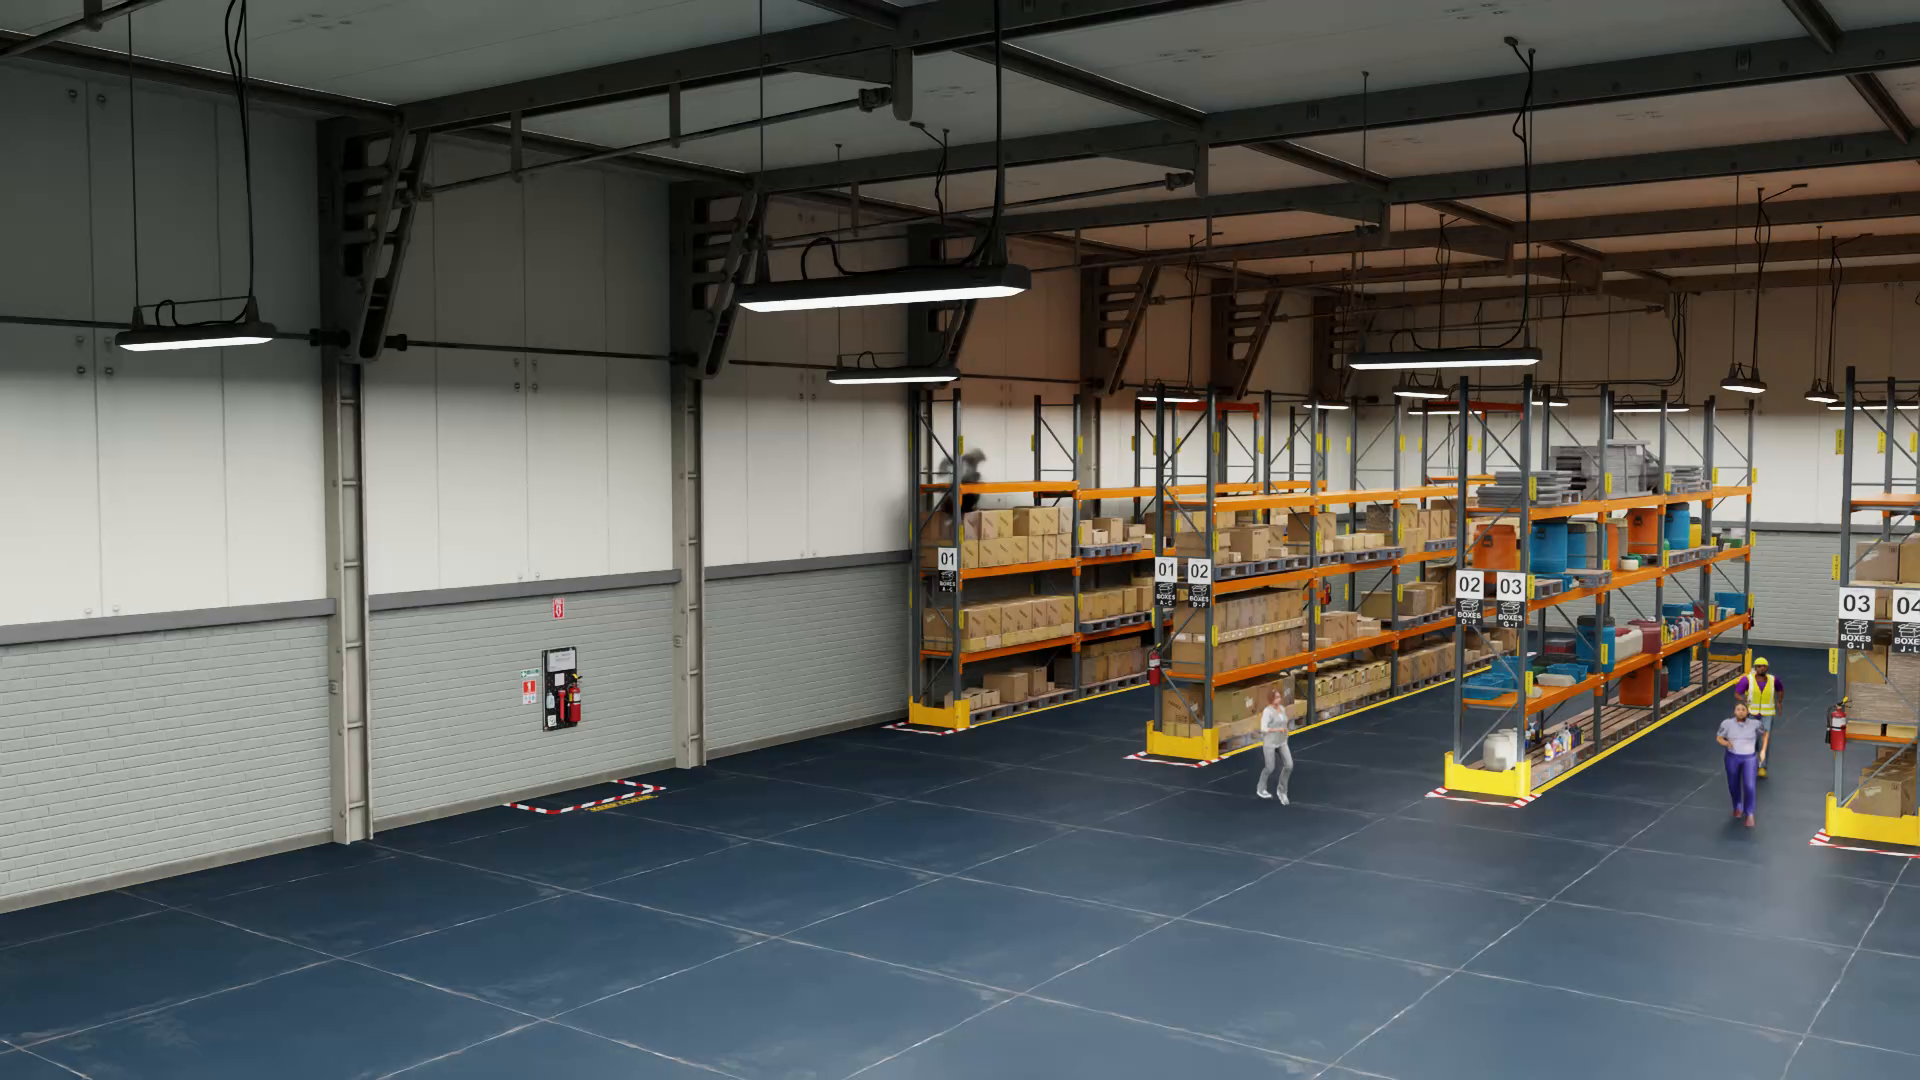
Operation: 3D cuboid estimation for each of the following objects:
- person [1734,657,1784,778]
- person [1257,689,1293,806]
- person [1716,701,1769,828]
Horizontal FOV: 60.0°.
[{"bbox_3d":[12.164,2.661,25.321,0.693,1.761,0.991,1,4,24],"label":"person"},{"bbox_3d":[4.387,2.888,23.165,0.513,1.634,0.702,-2,4,-26],"label":"person"},{"bbox_3d":[10.339,2.950,21.996,0.615,1.664,0.783,2,4,30],"label":"person"}]
